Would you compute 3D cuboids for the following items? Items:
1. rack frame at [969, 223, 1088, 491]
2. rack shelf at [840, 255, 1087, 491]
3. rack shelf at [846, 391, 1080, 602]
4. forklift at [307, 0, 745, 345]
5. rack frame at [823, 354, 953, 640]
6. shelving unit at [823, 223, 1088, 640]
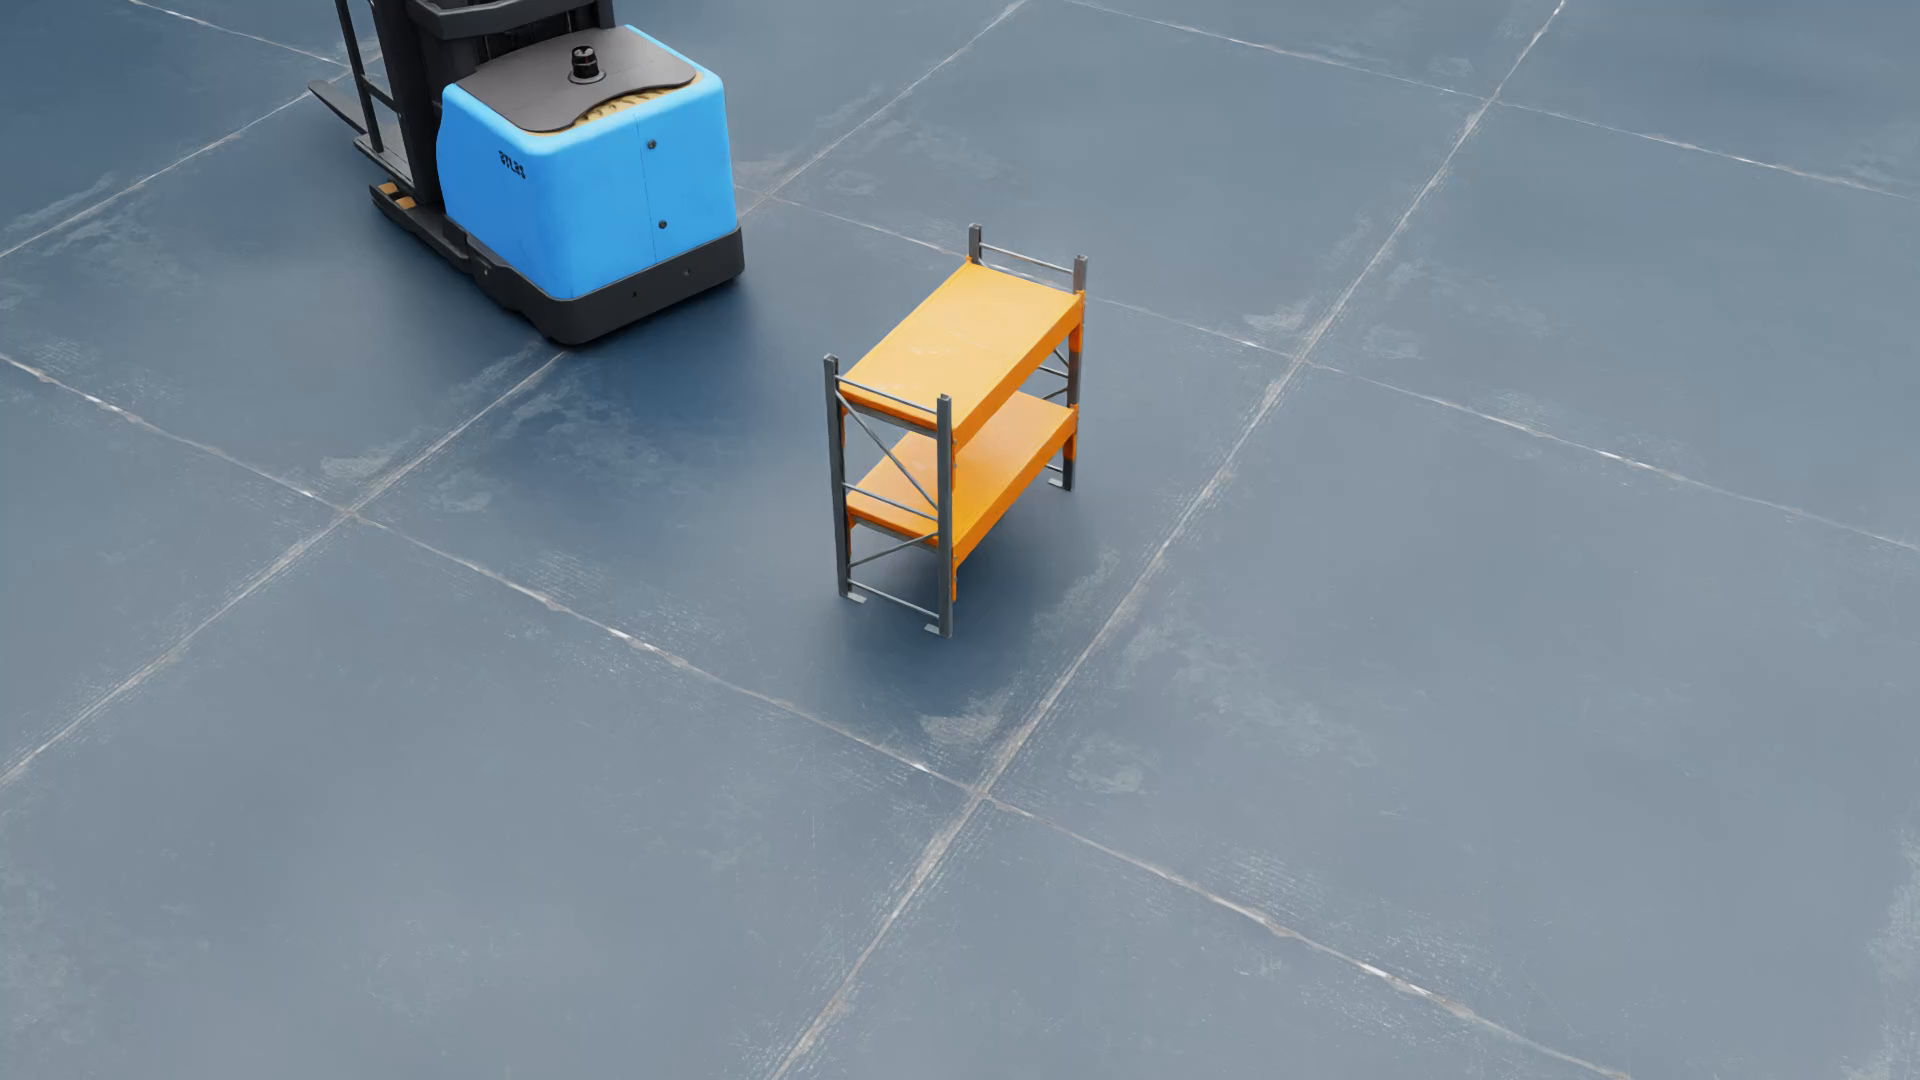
[{"bbox_3d":[0.258,-0.717,6.713,0.500,1.125,0.032,21,45,22],"label":"rack frame"},{"bbox_3d":[0.003,-0.646,6.189,0.538,0.278,1.000,21,45,22],"label":"rack shelf"},{"bbox_3d":[0.003,-0.243,6.544,0.538,0.278,1.000,21,45,22],"label":"rack shelf"},{"bbox_3d":[-2.409,-2.895,7.820,1.130,2.935,3.031,-30,50,-30],"label":"forklift"},{"bbox_3d":[-0.251,-0.135,6.052,0.500,1.125,0.032,21,45,22],"label":"rack frame"},{"bbox_3d":[0.003,-0.426,6.383,0.538,1.125,1.048,21,45,22],"label":"shelving unit"}]
